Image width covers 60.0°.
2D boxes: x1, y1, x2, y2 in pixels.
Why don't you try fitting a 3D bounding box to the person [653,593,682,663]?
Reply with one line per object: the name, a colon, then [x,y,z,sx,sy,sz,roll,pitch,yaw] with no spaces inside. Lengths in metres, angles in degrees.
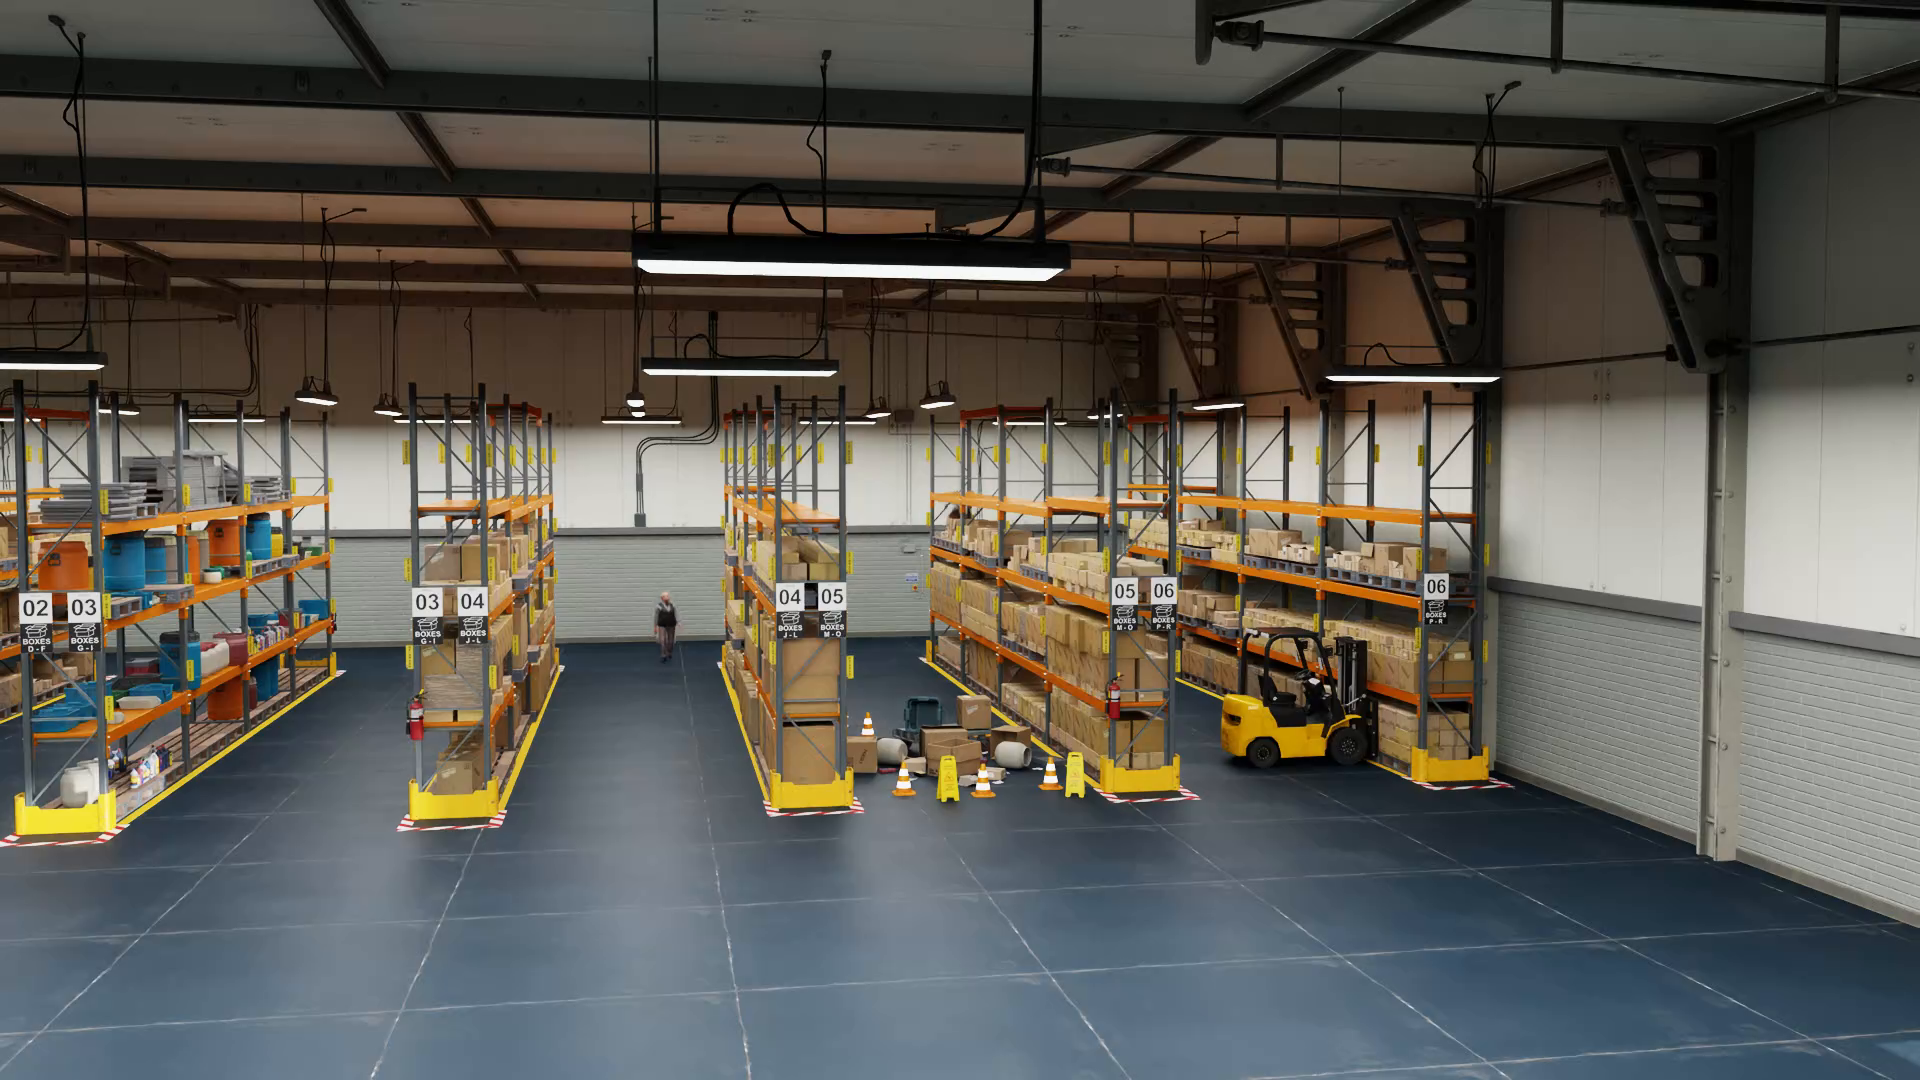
person: [-7.098,2.112,40.365,0.677,1.673,1.045,-1,3,-12]
